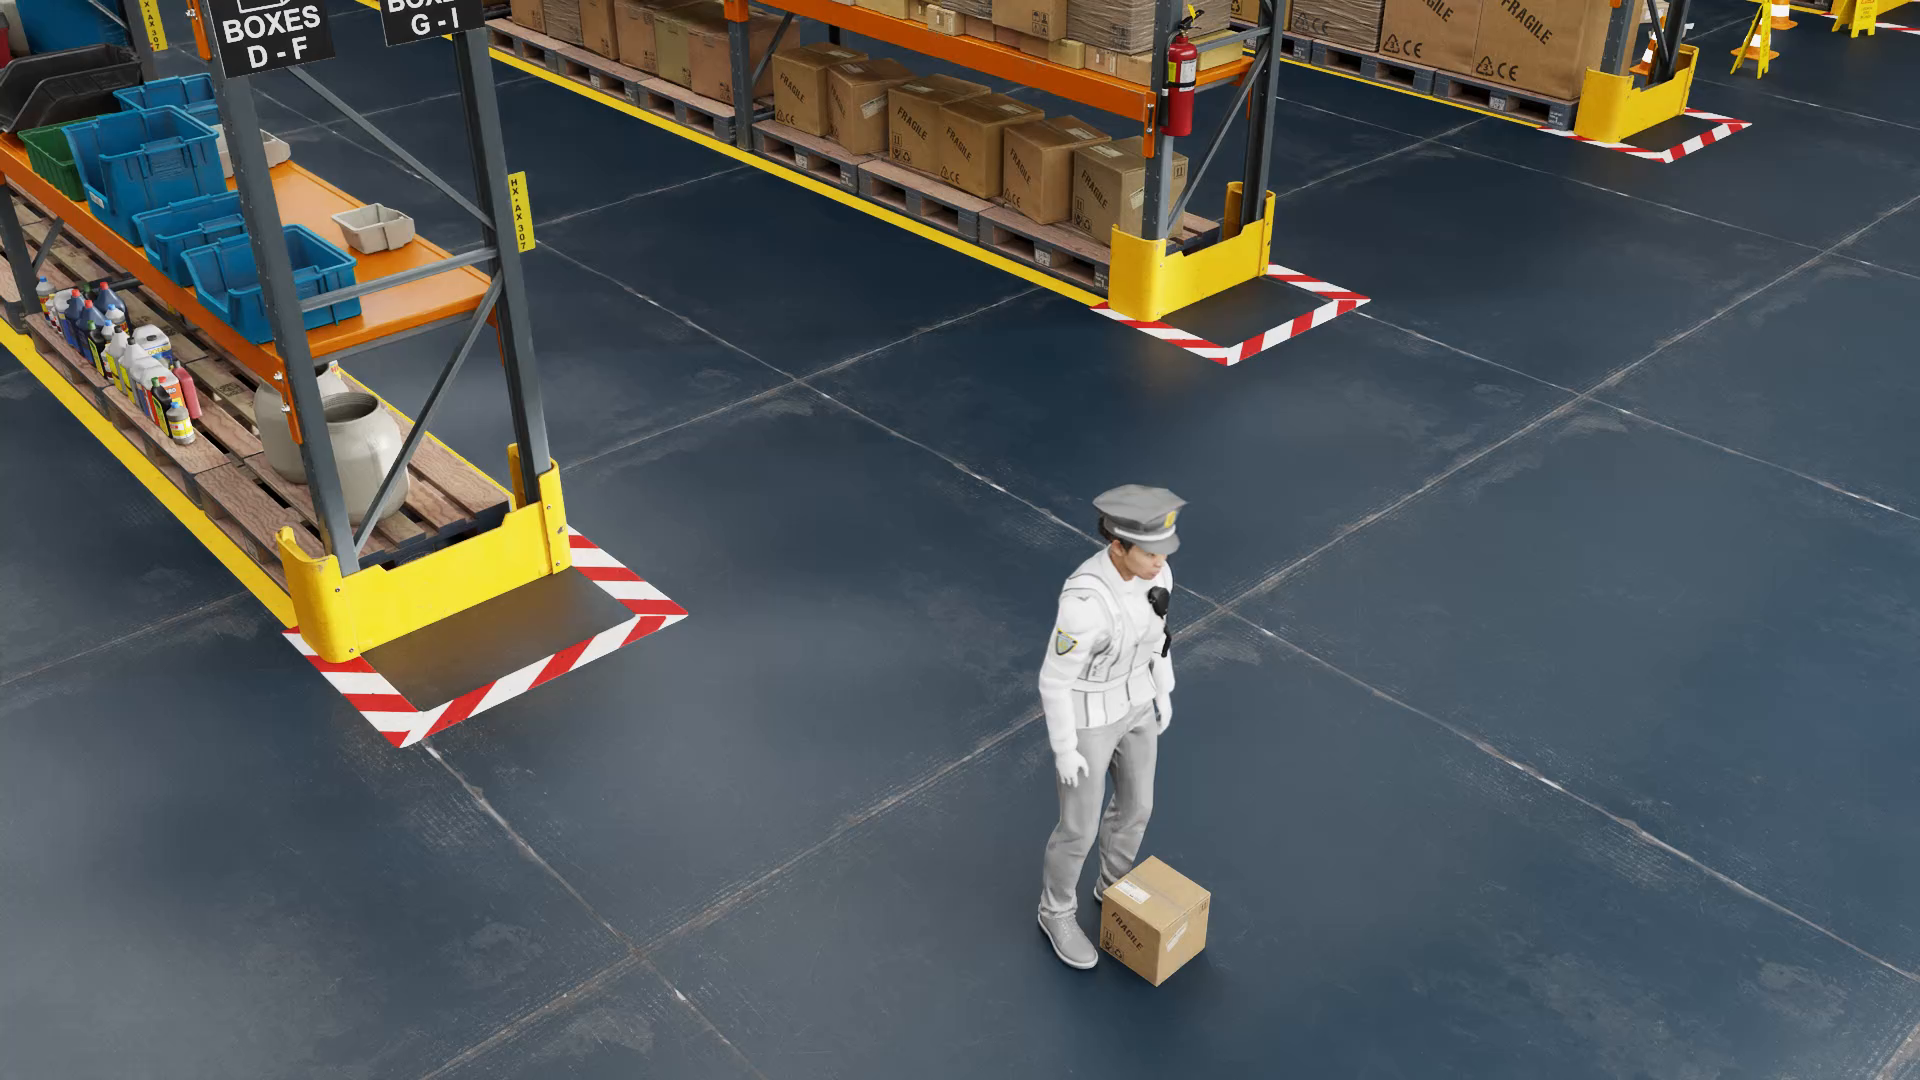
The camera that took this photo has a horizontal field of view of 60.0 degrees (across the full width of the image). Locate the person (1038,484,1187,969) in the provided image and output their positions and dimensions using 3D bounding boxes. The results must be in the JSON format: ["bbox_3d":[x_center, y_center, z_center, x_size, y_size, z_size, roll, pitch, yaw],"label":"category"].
[{"bbox_3d":[0.480,0.567,5.222,0.528,1.663,0.403,-26,40,-35],"label":"person"}]
